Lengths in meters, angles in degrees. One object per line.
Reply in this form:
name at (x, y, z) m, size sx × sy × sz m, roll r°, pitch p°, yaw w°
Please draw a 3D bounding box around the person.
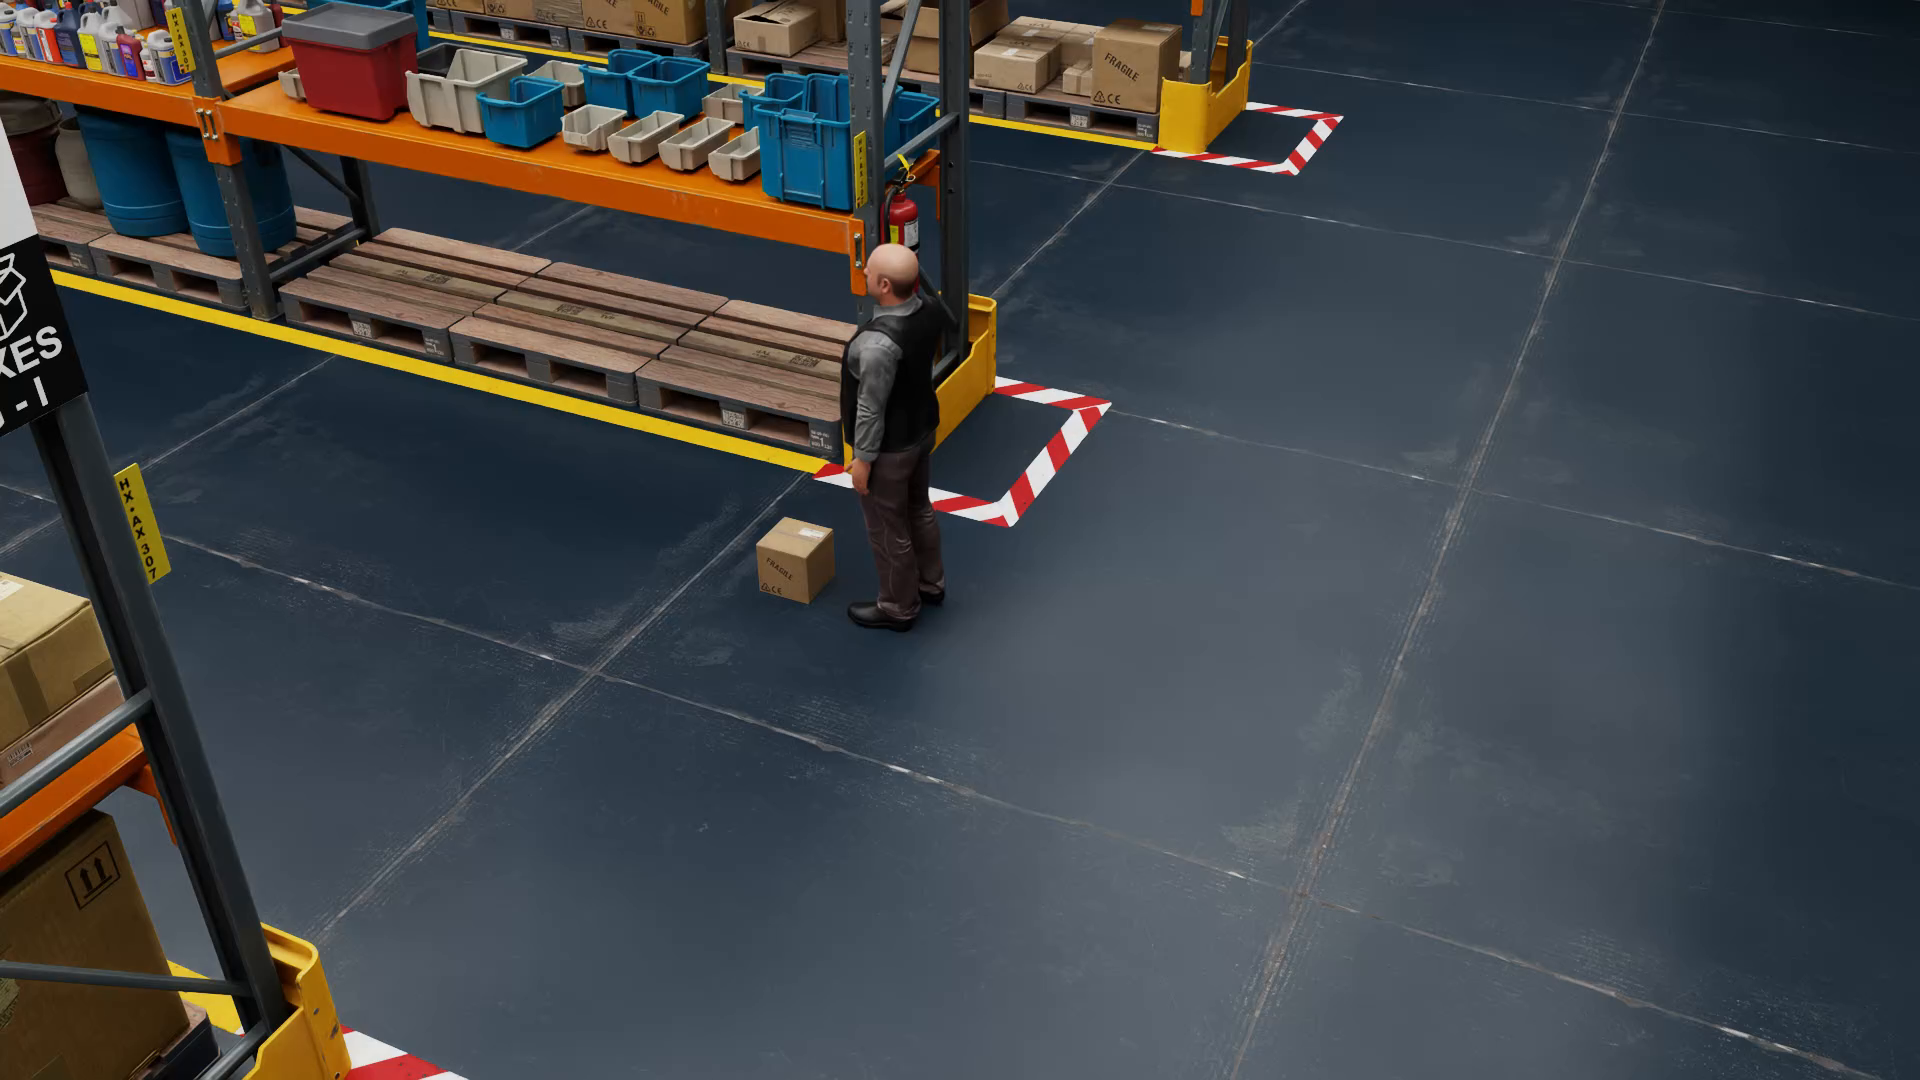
person at (-0.284, -0.398, 6.783) m, size 0.361 × 1.745 × 0.539 m, roll 14°, pitch 36°, yaw 21°
